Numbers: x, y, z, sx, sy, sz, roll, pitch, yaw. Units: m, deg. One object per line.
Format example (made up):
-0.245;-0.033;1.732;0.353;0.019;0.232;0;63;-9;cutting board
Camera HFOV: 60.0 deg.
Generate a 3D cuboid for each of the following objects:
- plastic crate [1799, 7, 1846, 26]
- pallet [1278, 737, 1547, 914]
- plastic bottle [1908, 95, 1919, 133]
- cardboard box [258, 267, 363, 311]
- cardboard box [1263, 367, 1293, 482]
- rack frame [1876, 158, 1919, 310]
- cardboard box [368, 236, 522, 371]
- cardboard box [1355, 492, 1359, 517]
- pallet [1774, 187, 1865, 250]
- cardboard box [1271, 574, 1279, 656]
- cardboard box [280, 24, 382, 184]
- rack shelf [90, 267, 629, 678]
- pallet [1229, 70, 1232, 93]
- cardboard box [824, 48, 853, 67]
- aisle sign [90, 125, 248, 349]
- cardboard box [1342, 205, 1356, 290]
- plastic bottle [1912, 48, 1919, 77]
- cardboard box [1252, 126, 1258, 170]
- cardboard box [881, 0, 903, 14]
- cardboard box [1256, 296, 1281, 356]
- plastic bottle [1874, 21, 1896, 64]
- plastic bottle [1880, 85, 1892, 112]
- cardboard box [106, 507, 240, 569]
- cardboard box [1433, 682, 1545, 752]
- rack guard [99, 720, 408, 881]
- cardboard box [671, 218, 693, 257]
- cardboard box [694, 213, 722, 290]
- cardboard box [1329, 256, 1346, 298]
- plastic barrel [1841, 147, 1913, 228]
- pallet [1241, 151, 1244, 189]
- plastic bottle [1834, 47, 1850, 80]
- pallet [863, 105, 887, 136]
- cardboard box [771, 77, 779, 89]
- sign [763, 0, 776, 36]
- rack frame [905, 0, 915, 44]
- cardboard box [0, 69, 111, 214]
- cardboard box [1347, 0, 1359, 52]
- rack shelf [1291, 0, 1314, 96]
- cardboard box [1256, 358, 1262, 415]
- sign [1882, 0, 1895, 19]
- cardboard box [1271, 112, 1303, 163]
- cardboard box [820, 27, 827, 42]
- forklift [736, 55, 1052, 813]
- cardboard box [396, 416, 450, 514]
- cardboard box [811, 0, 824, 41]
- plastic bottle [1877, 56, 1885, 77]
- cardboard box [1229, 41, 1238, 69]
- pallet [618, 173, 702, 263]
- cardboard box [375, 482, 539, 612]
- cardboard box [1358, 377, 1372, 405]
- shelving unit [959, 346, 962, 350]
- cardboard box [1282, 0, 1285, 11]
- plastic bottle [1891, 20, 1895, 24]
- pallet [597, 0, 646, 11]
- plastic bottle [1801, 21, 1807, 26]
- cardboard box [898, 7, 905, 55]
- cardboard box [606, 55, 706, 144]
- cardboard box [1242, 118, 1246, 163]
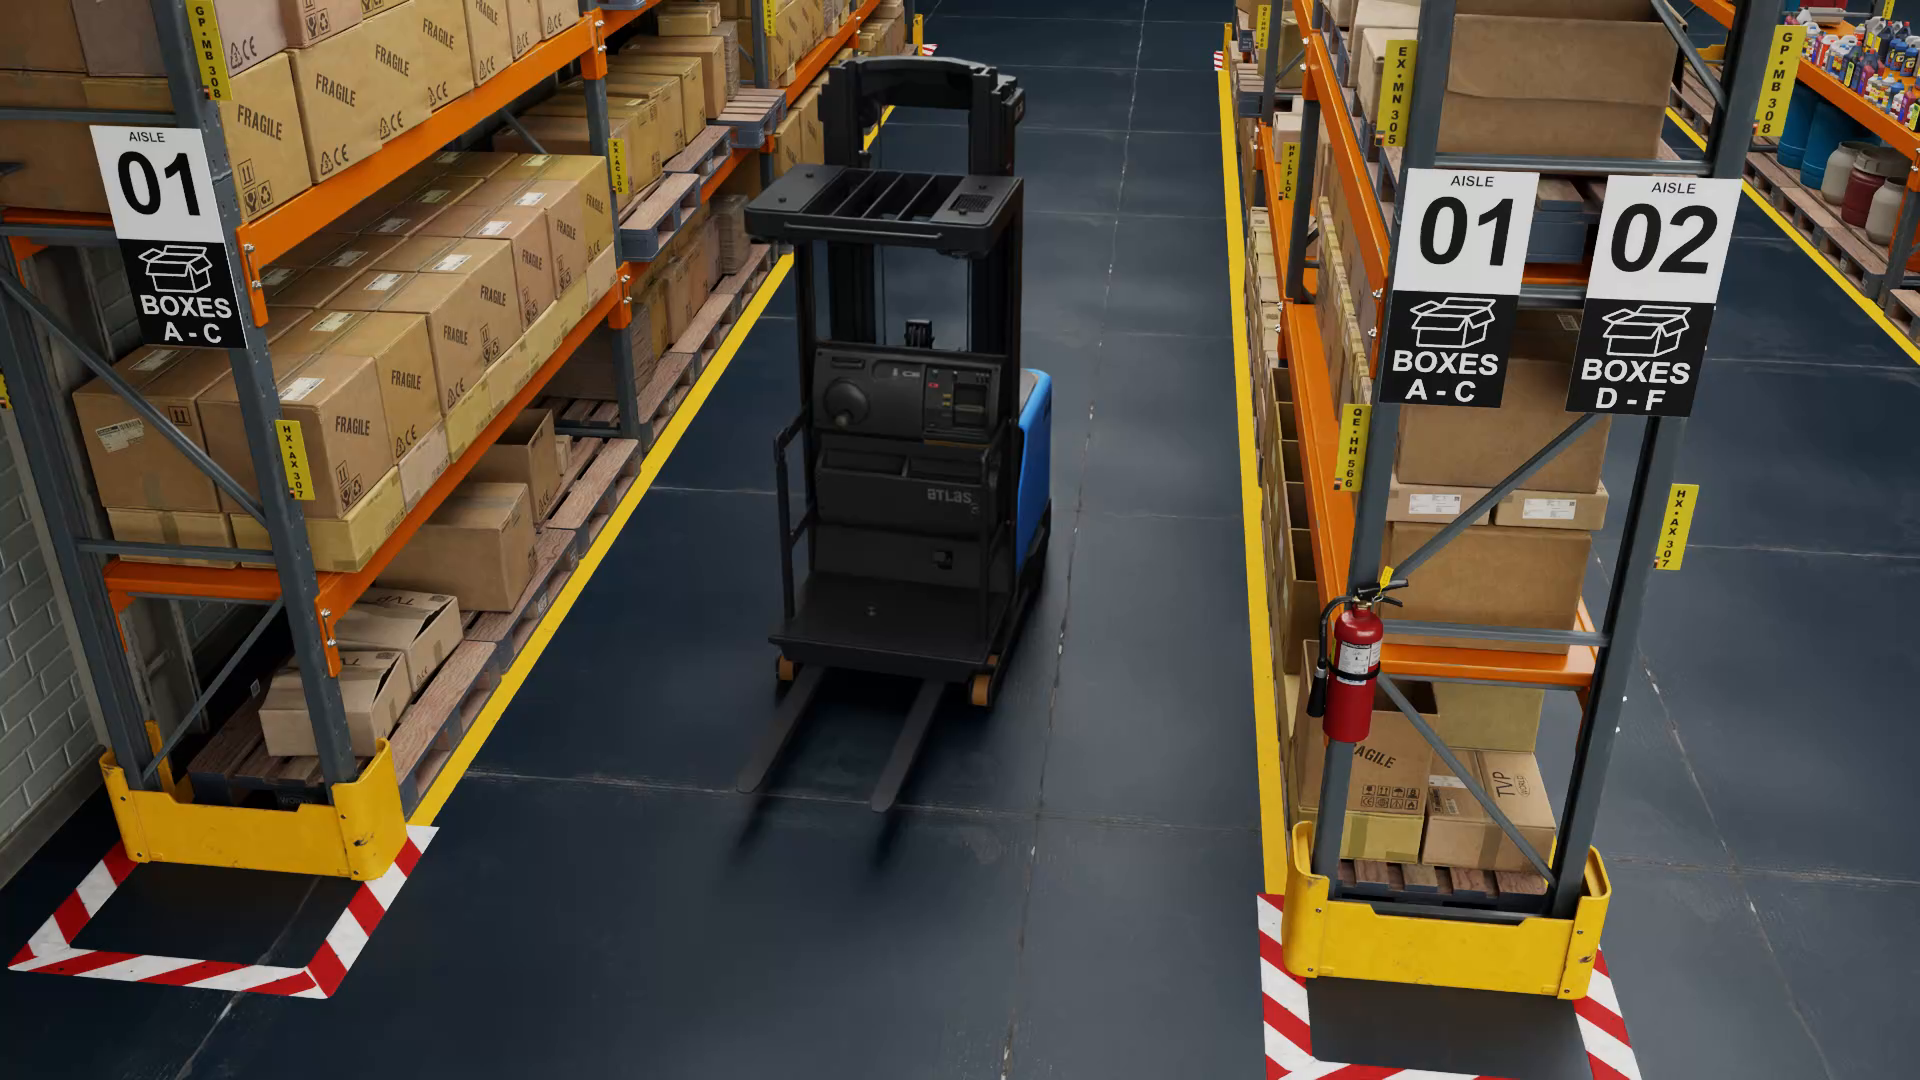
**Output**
8.470;-5.142;16.347;0.396;0.136;0.243;3;28;6;plastic crate
1.937;1.203;7.294;1.003;0.211;1.213;3;28;6;pallet
7.407;-3.302;12.840;0.061;0.283;0.133;3;28;6;plastic bottle
-3.054;-0.935;7.670;0.500;0.500;0.500;3;28;5;cardboard box
2.008;-0.649;9.458;0.500;0.500;0.500;3;28;6;cardboard box
7.781;-3.138;12.413;1.000;3.000;0.127;3;28;6;rack frame
-2.483;-1.147;8.063;0.500;0.500;0.500;4;29;8;cardboard box
2.015;-0.173;6.802;0.700;0.500;0.500;4;29;8;cardboard box
7.988;-2.857;14.830;1.003;0.211;1.213;3;28;6;pallet
1.829;0.387;8.325;0.500;0.250;0.500;3;28;6;cardboard box
-2.641;-1.715;6.482;0.500;0.500;0.500;5;29;10;cardboard box
-2.787;-0.573;8.409;1.077;0.370;4.000;3;28;6;rack shelf
3.739;-5.555;19.838;1.003;0.211;1.213;3;28;6;pallet
-1.512;-4.522;16.804;0.750;0.750;0.750;4;29;7;cardboard box
-2.743;-1.041;5.780;0.394;0.787;0.004;3;28;6;aisle sign
2.204;-1.477;7.856;0.700;0.500;0.500;3;28;6;cardboard box
8.392;-4.180;14.478;0.152;0.276;0.135;3;28;6;plastic bottle
2.750;-3.332;14.153;0.500;0.250;0.500;4;29;8;cardboard box
-0.893;-6.443;20.056;0.380;0.149;0.250;3;28;6;cardboard box
2.261;-1.454;11.151;0.500;0.311;0.500;3;28;6;cardboard box
8.317;-4.469;14.935;0.144;0.351;0.185;3;28;6;plastic bottle
7.503;-3.565;13.415;0.097;0.201;0.097;0;28;0;plastic bottle
-3.167;-0.122;6.952;0.500;0.250;0.500;4;29;7;cardboard box
2.231;0.558;7.217;0.500;0.500;0.500;3;28;6;cardboard box
-3.022;1.116;7.151;1.175;0.500;0.348;3;28;6;rack guard
-2.278;-2.288;12.216;0.500;0.250;0.500;3;28;6;cardboard box
-2.266;-2.230;12.898;0.700;0.500;0.500;3;28;6;cardboard box
2.026;-1.278;8.171;0.380;0.149;0.250;2;28;5;cardboard box
7.962;-3.024;14.301;0.600;0.588;0.708;3;28;6;plastic barrel
3.293;-3.698;16.392;1.003;0.211;1.213;3;28;6;pallet
7.641;-4.125;14.380;0.097;0.271;0.097;0;28;0;plastic bottle
-1.391;-4.723;18.294;1.003;0.211;1.213;3;28;6;pallet
-1.742;-3.872;14.018;0.380;0.149;0.250;4;29;7;cardboard box
-1.512;-4.162;13.175;0.100;0.325;0.005;3;28;6;sign
-1.071;-7.480;20.471;1.000;3.000;0.127;3;28;6;rack frame
-3.232;-1.533;6.143;0.500;0.500;0.500;5;29;10;cardboard box
2.048;-2.390;7.161;0.797;0.503;0.637;6;29;12;cardboard box
2.620;-3.490;10.662;1.077;0.370;4.000;3;28;6;rack shelf
2.202;-0.969;10.843;0.500;0.250;0.500;3;28;5;cardboard box
8.817;-5.110;15.781;0.100;0.325;0.005;3;28;6;sign
2.564;-2.979;12.211;0.500;0.311;0.500;3;28;6;cardboard box
-1.476;-4.841;15.817;0.380;0.149;0.250;3;28;6;cardboard box
-0.307;-0.663;7.891;1.130;2.935;3.031;6;29;11;forklift
-2.607;-0.348;7.370;0.500;0.250;0.500;2;28;5;cardboard box
-1.547;-4.837;15.125;0.500;0.500;0.500;4;29;8;cardboard box
7.713;-3.919;13.984;0.061;0.283;0.133;3;28;6;plastic bottle
3.436;-5.702;19.606;0.500;0.250;0.500;3;28;6;cardboard box
-2.304;-2.098;10.684;1.003;0.211;1.213;3;28;6;pallet
-2.648;0.027;8.708;0.700;0.500;0.500;2;28;3;cardboard box
1.838;-0.545;6.809;0.380;0.149;0.250;4;29;7;cardboard box
0.063;-0.595;9.748;0.215;1.050;0.252;6;29;11;shelving unit
3.200;-4.704;14.771;0.700;0.500;0.500;-4;29;-7;cardboard box
8.560;-4.654;15.349;0.061;0.283;0.133;3;28;6;plastic bottle
-2.360;-3.353;9.847;1.213;0.211;1.003;3;28;6;pallet
7.778;-4.653;15.359;0.097;0.271;0.097;0;28;0;plastic bottle
-1.058;-6.229;20.342;0.700;0.500;0.500;3;28;6;cardboard box
-2.230;-3.142;11.850;0.700;0.500;0.500;3;28;6;cardboard box
3.000;-3.939;16.070;0.500;0.500;0.500;4;29;7;cardboard box
